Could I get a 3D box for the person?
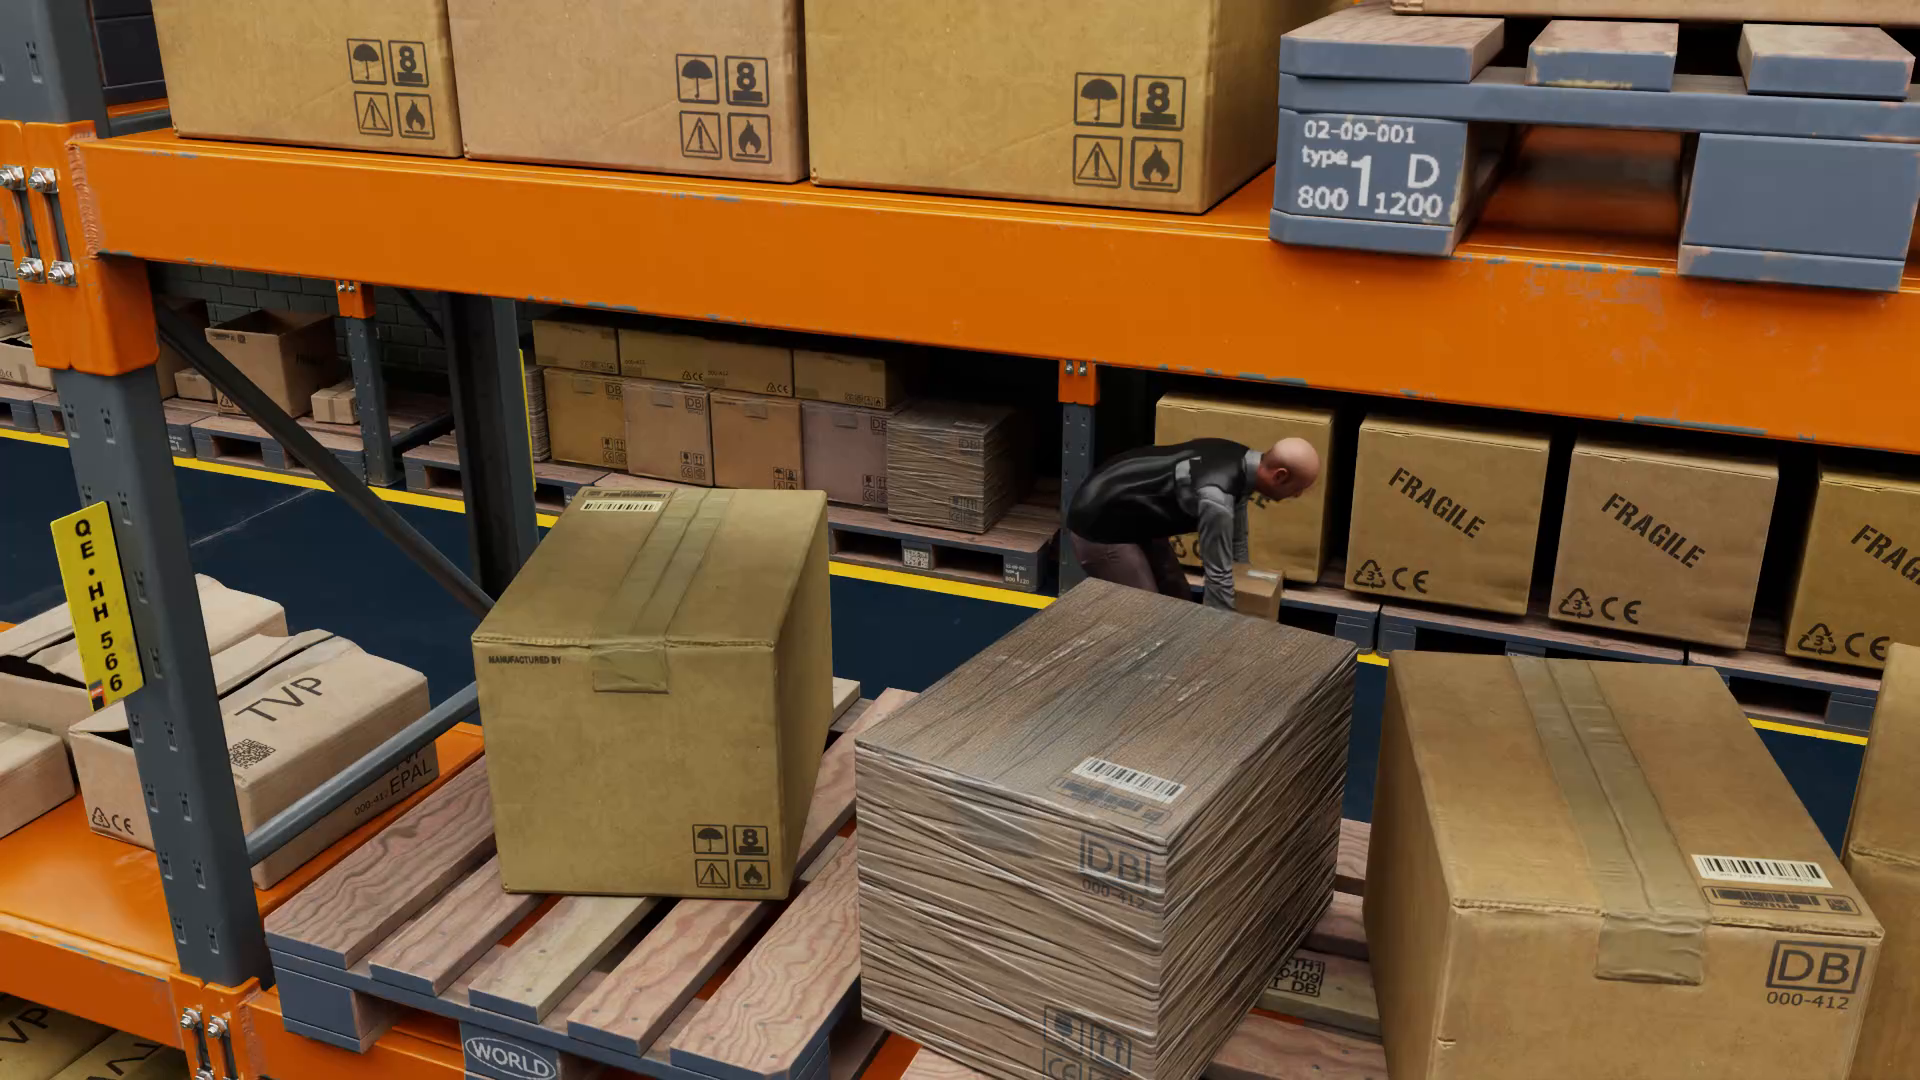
[{"bbox_3d":[0.766,0.146,6.373,0.708,1.143,0.479,7,23,18],"label":"person"}]
